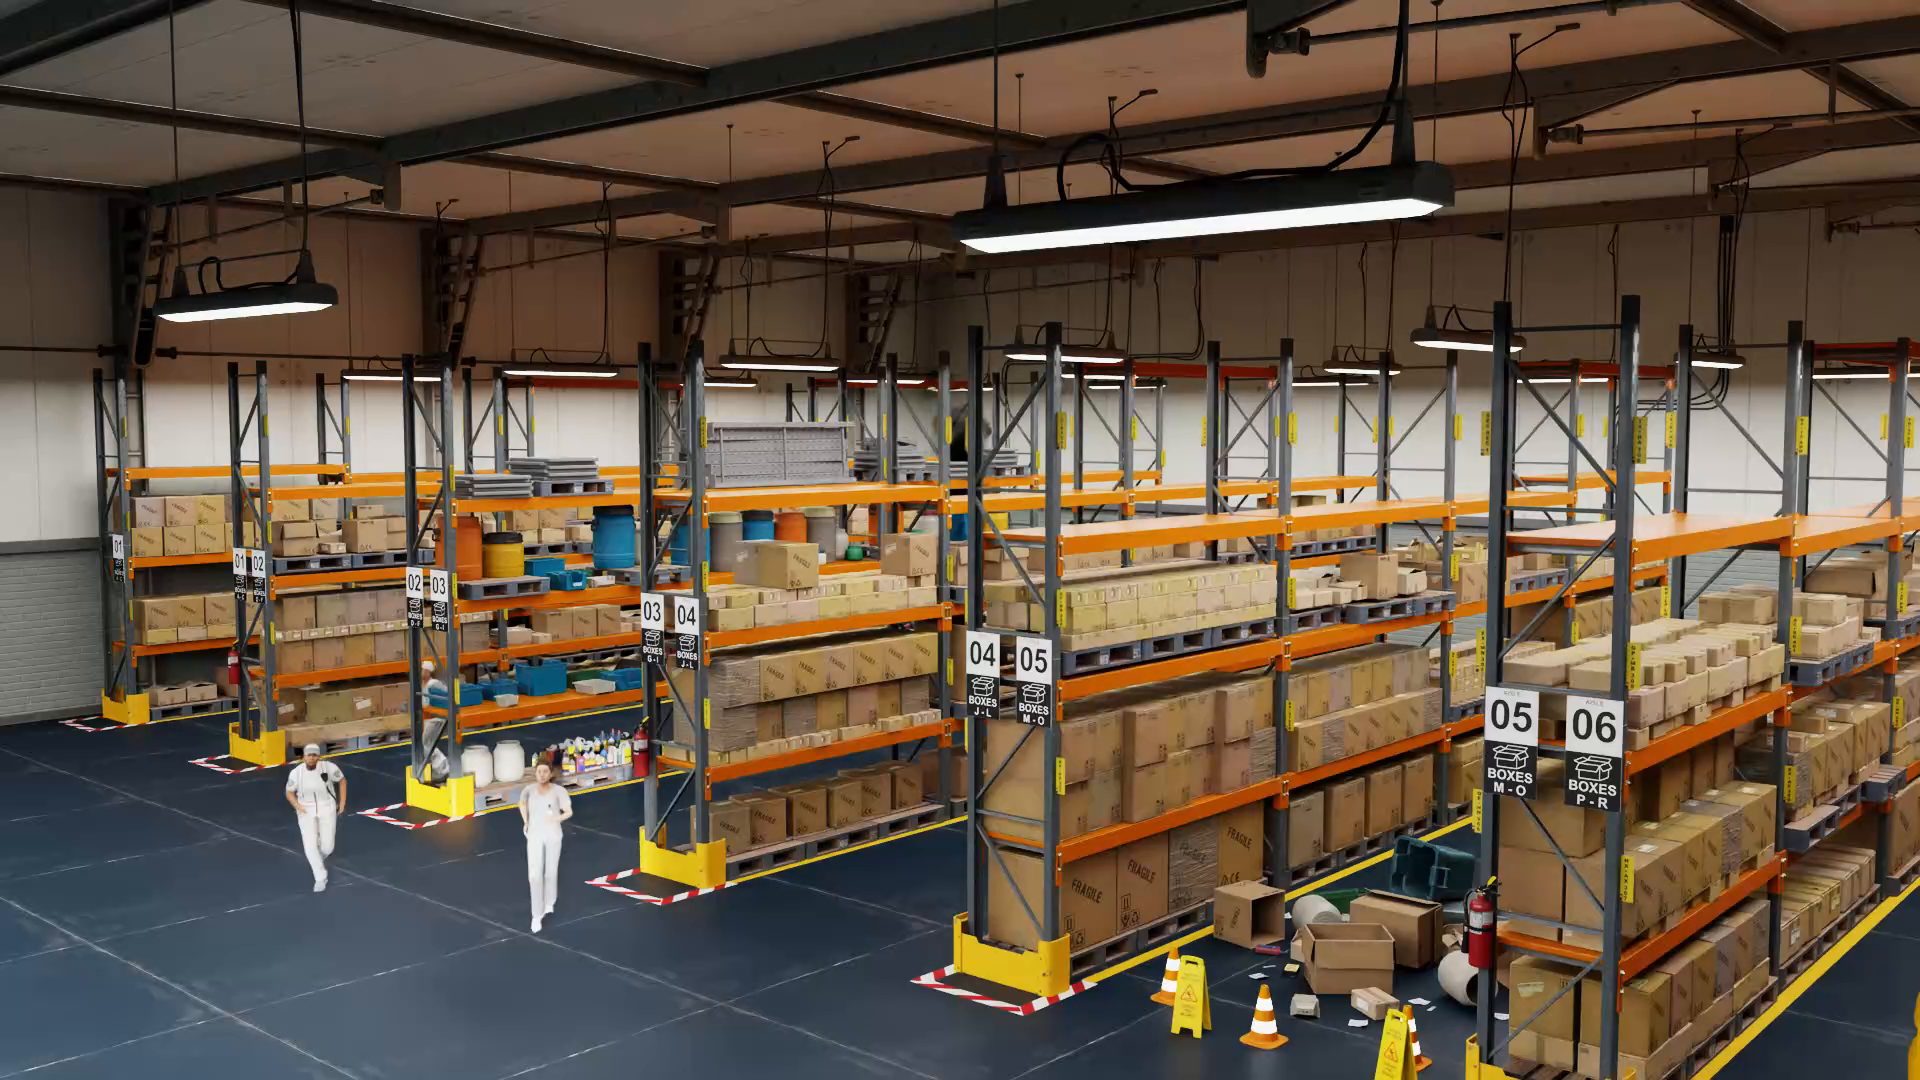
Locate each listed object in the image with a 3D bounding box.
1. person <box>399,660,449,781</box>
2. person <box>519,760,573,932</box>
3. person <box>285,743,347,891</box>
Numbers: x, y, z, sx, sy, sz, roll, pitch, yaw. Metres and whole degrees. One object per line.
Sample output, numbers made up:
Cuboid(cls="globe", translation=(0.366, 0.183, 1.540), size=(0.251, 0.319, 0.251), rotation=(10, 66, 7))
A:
Cuboid(cls="person", translation=(-7.510, 2.566, 23.497), size=(0.721, 1.736, 0.676), rotation=(-4, 6, -43))
Cuboid(cls="person", translation=(-4.234, 3.082, 17.001), size=(0.555, 1.714, 0.707), rotation=(-1, 4, -8))
Cuboid(cls="person", translation=(-7.118, 3.030, 18.406), size=(0.636, 1.632, 0.671), rotation=(-2, 5, -21))
